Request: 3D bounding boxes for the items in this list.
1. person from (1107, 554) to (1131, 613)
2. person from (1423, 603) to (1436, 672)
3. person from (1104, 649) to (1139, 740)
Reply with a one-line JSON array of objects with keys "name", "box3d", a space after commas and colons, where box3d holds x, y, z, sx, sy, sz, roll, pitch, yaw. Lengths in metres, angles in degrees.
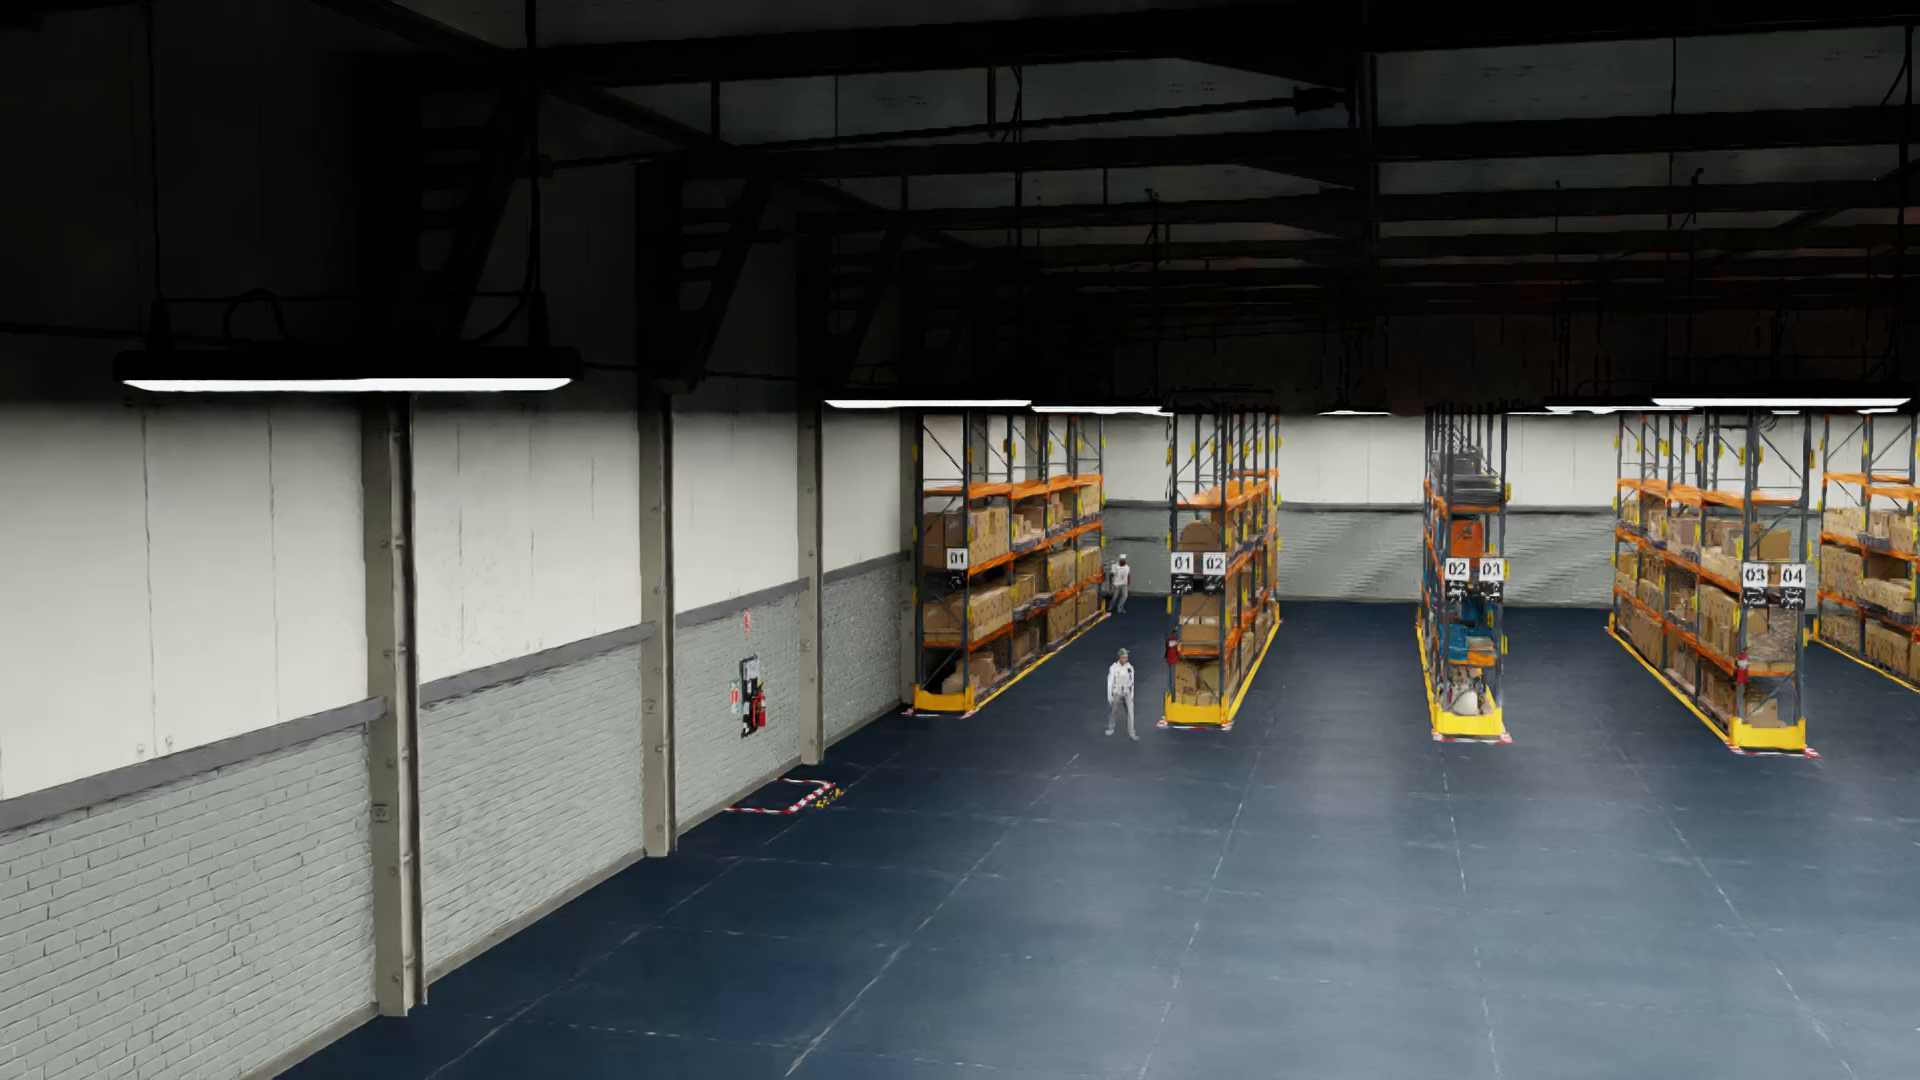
[{"name": "person", "box3d": [4.680, 1.261, 48.869, 0.684, 1.725, 0.686, -2, 5, -22]}, {"name": "person", "box3d": [10.597, 2.129, 36.845, 0.462, 1.556, 0.874, 3, 5, 36]}, {"name": "person", "box3d": [2.872, 2.727, 29.624, 0.530, 1.622, 0.936, -1, 4, -8]}]
